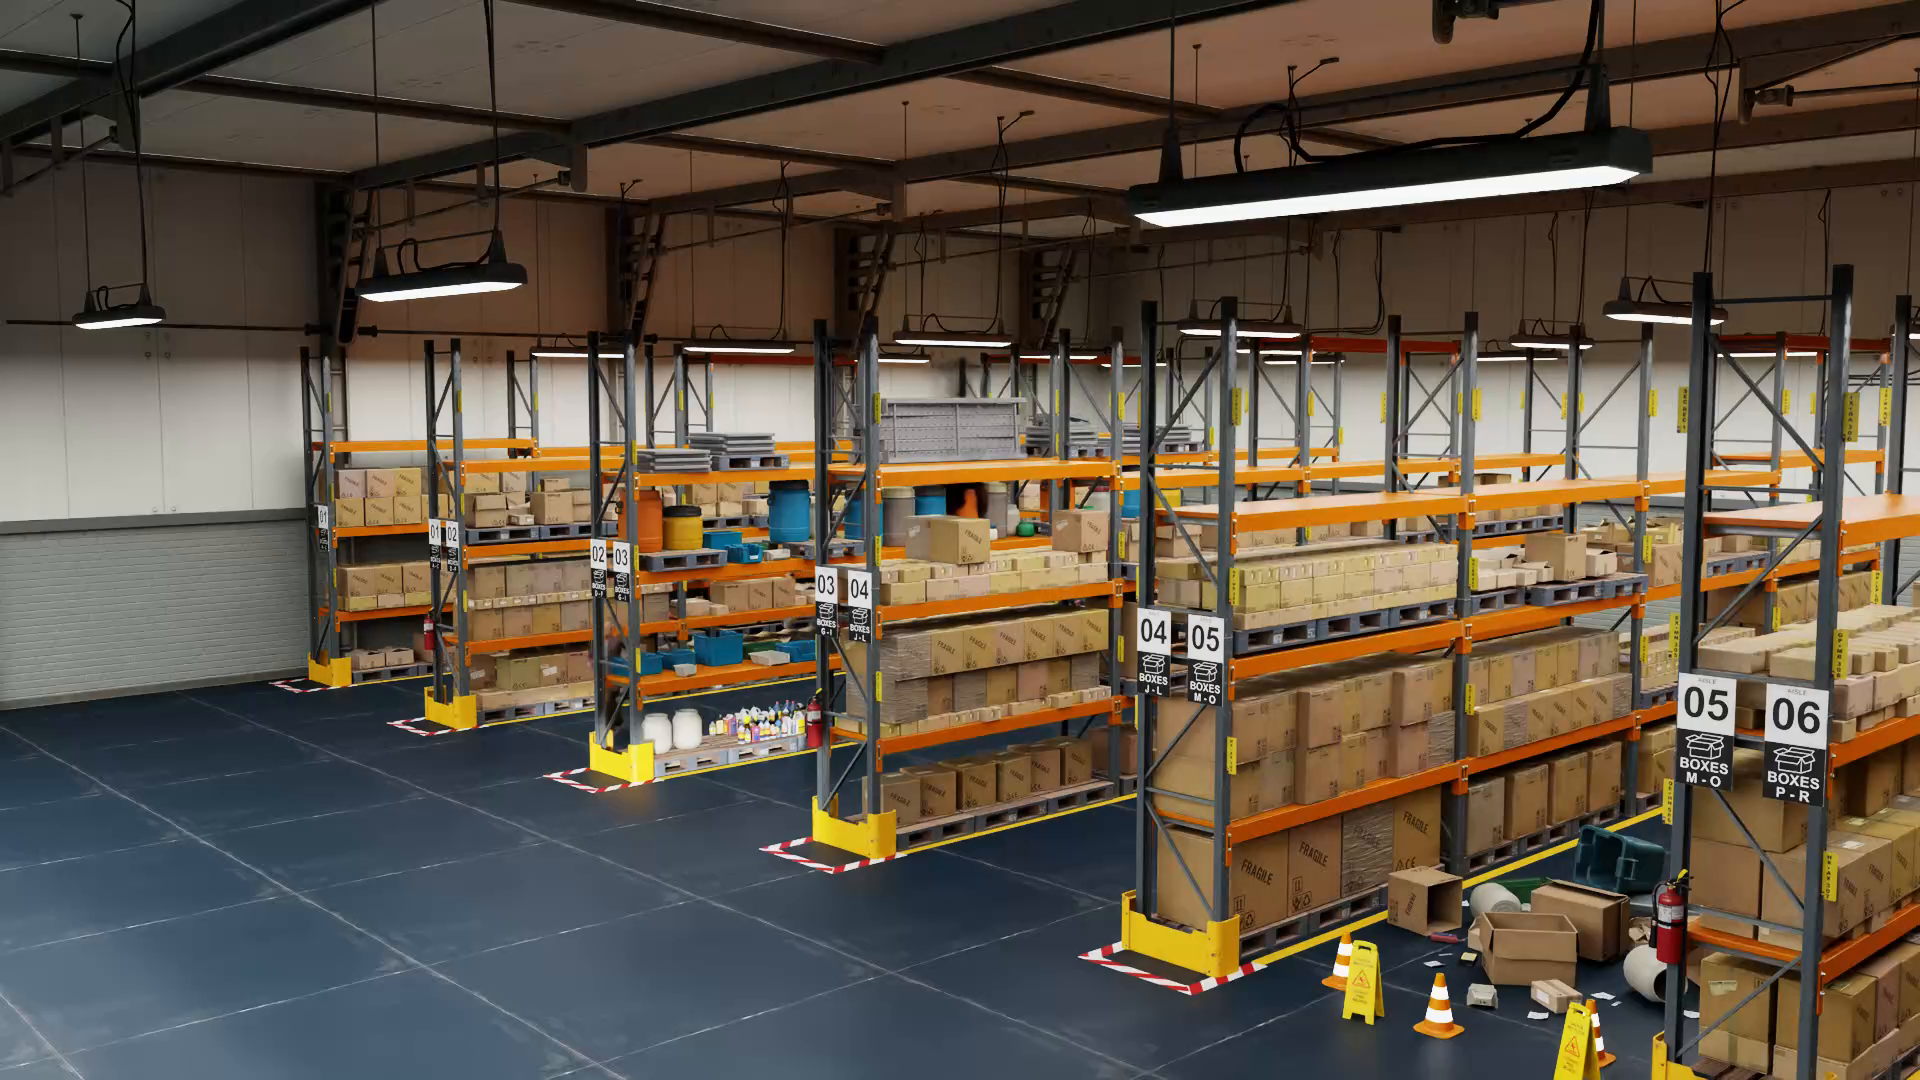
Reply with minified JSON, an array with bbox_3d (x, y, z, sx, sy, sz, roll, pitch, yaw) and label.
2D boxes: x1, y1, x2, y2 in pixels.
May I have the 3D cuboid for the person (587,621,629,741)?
[{"bbox_3d":[-5.241,2.108,24.773,0.640,1.835,0.875,2,5,21],"label":"person"}]

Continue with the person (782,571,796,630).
[{"bbox_3d":[-3.358,1.436,32.682,0.559,1.683,0.904,4,6,37],"label":"person"}]
